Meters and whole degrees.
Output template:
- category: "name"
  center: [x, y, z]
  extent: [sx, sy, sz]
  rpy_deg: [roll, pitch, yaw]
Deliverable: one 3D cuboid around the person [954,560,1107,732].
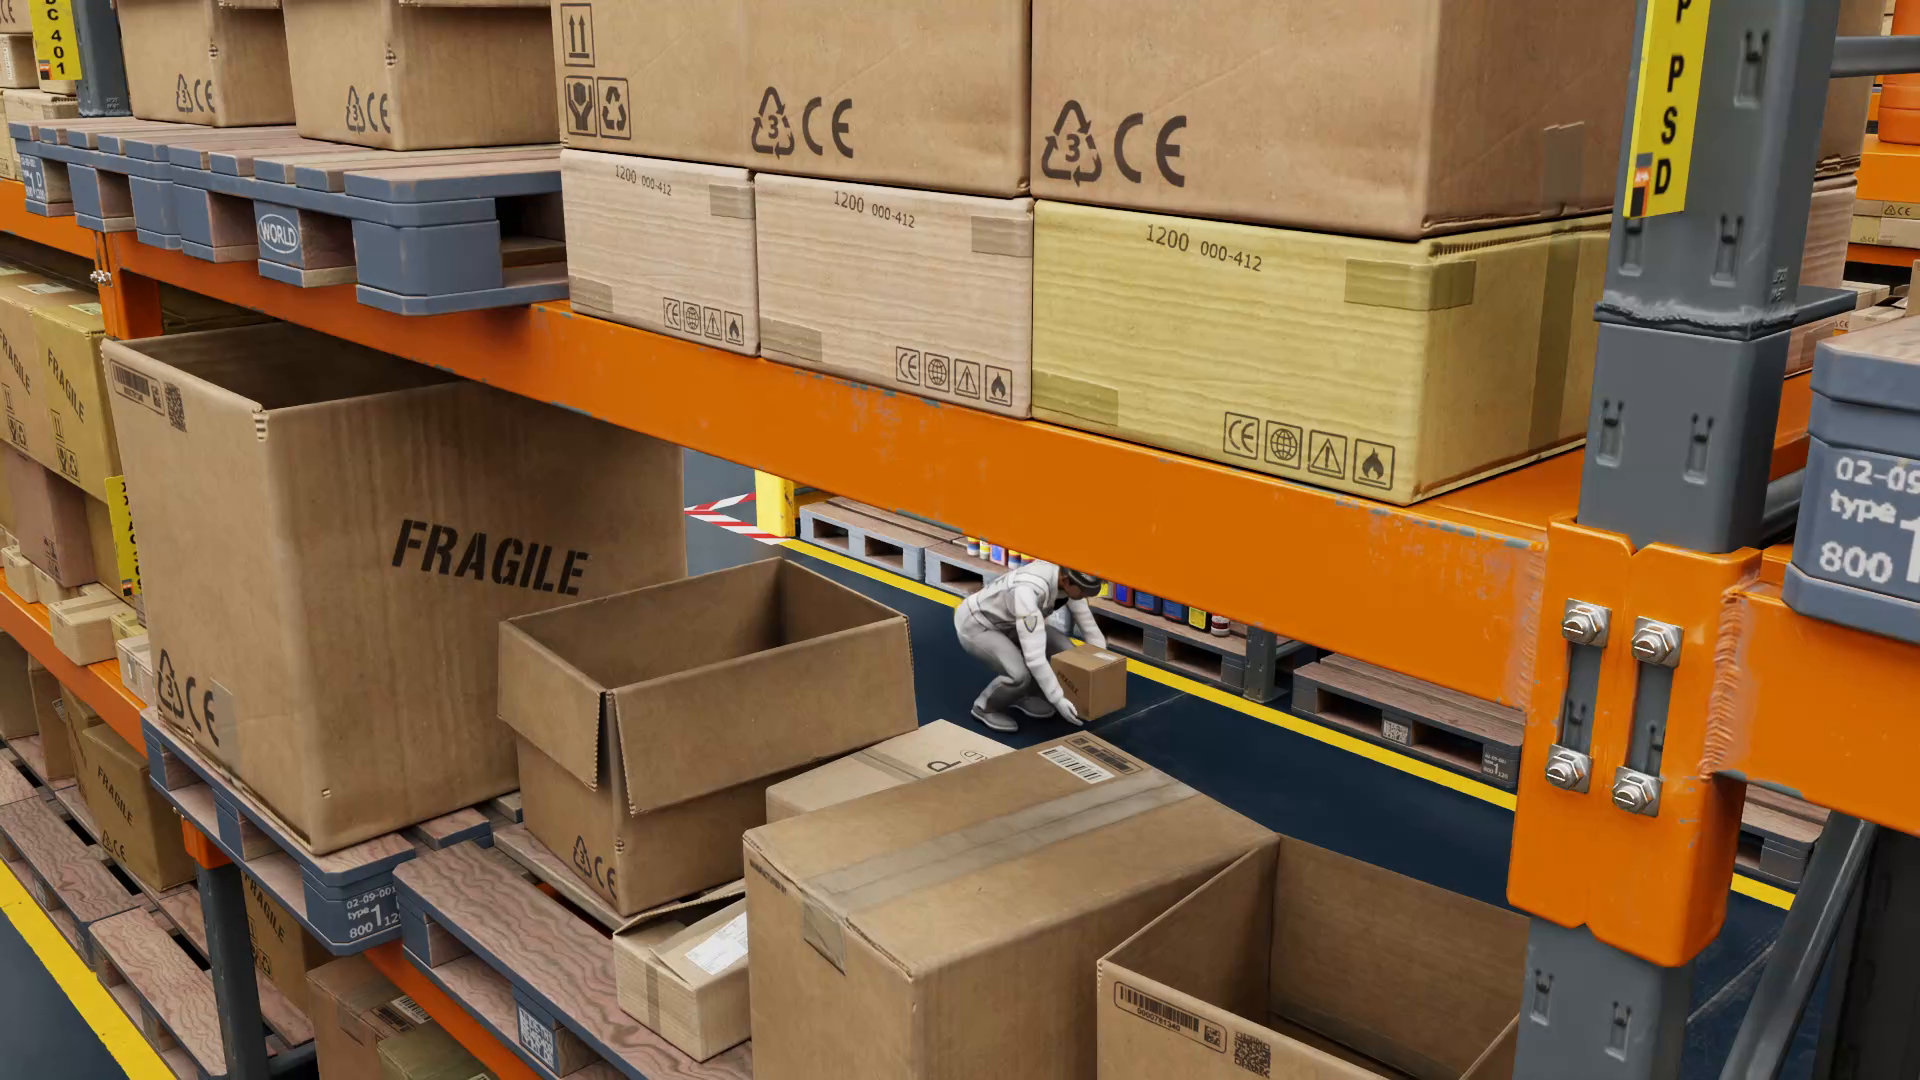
- category: "person"
  center: [0.359, 0.428, 7.864]
  extent: [0.495, 0.967, 0.826]
  rpy_deg: [-16, 23, -41]
